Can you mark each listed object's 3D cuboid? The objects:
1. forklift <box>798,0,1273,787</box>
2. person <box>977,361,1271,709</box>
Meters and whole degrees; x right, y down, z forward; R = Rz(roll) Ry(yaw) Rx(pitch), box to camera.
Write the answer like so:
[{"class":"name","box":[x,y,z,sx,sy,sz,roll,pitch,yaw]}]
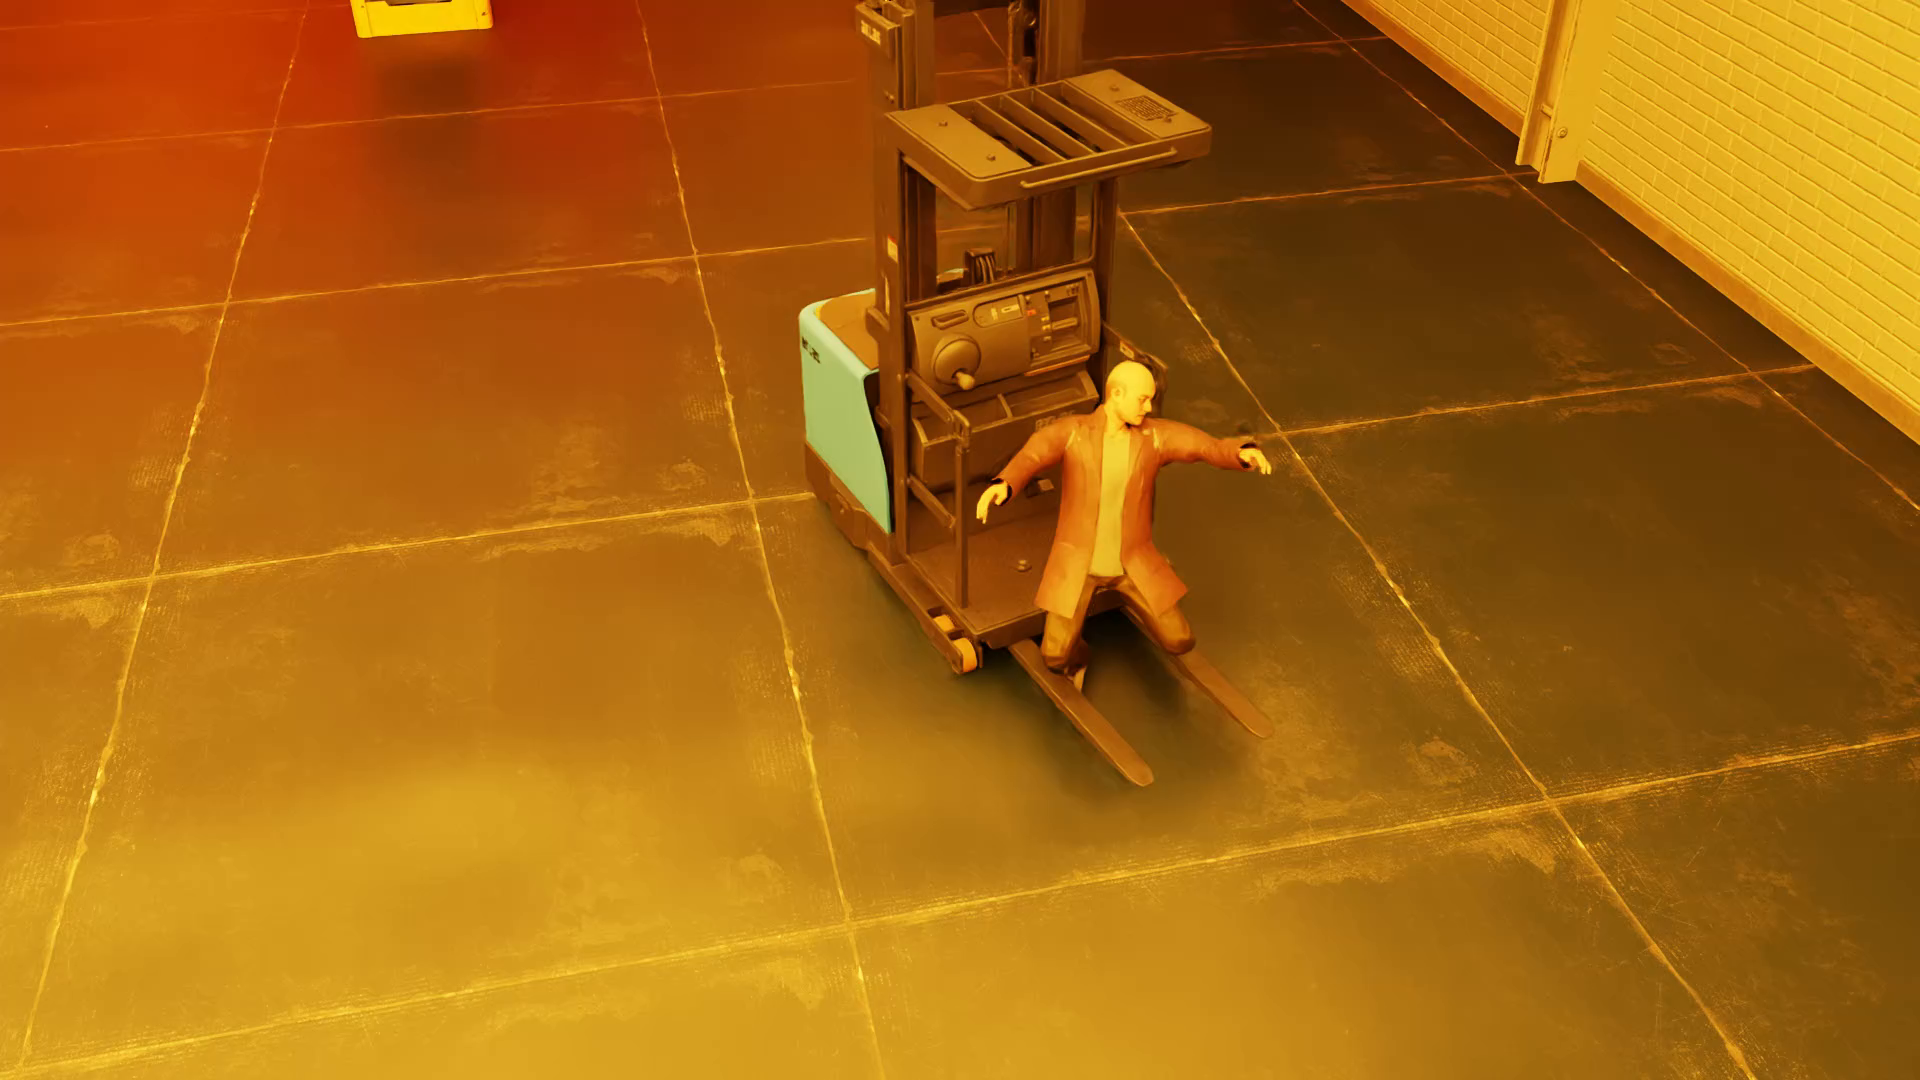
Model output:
[{"class":"forklift","box":[0.315,-0.873,7.264,1.130,2.935,3.031,-18,39,-23]},{"class":"person","box":[0.640,0.068,7.057,1.147,1.524,0.739,0,36,0]}]
